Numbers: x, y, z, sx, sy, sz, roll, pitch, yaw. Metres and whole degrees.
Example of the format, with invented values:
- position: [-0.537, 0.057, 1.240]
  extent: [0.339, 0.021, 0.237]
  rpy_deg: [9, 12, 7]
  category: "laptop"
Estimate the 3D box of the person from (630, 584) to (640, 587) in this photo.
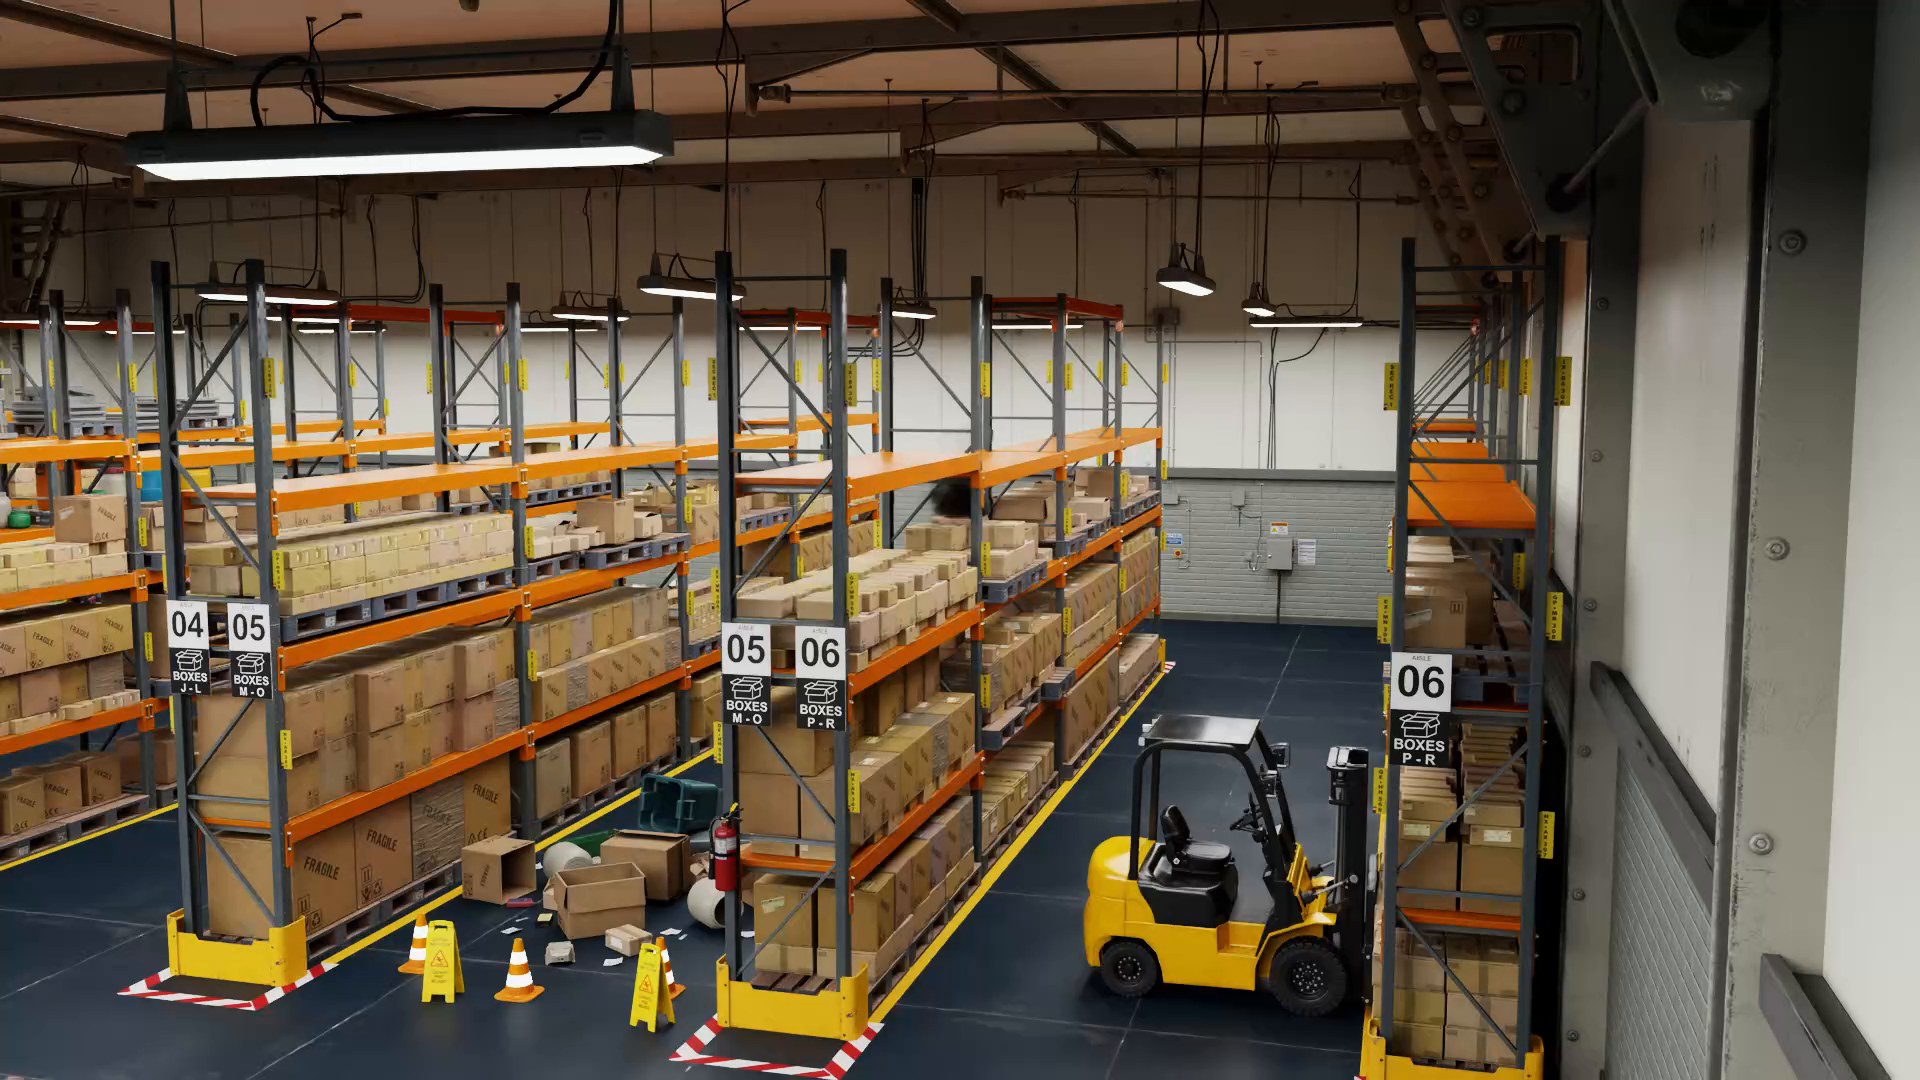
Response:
- position: [-5.096, 1.555, 26.040]
  extent: [0.655, 1.722, 0.570]
  rpy_deg: [1, 6, 10]
  category: "person"

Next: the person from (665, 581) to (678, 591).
- position: [-4.493, 1.508, 26.461]
  extent: [0.673, 1.749, 0.647]
  rpy_deg: [2, 6, 19]
  category: "person"
